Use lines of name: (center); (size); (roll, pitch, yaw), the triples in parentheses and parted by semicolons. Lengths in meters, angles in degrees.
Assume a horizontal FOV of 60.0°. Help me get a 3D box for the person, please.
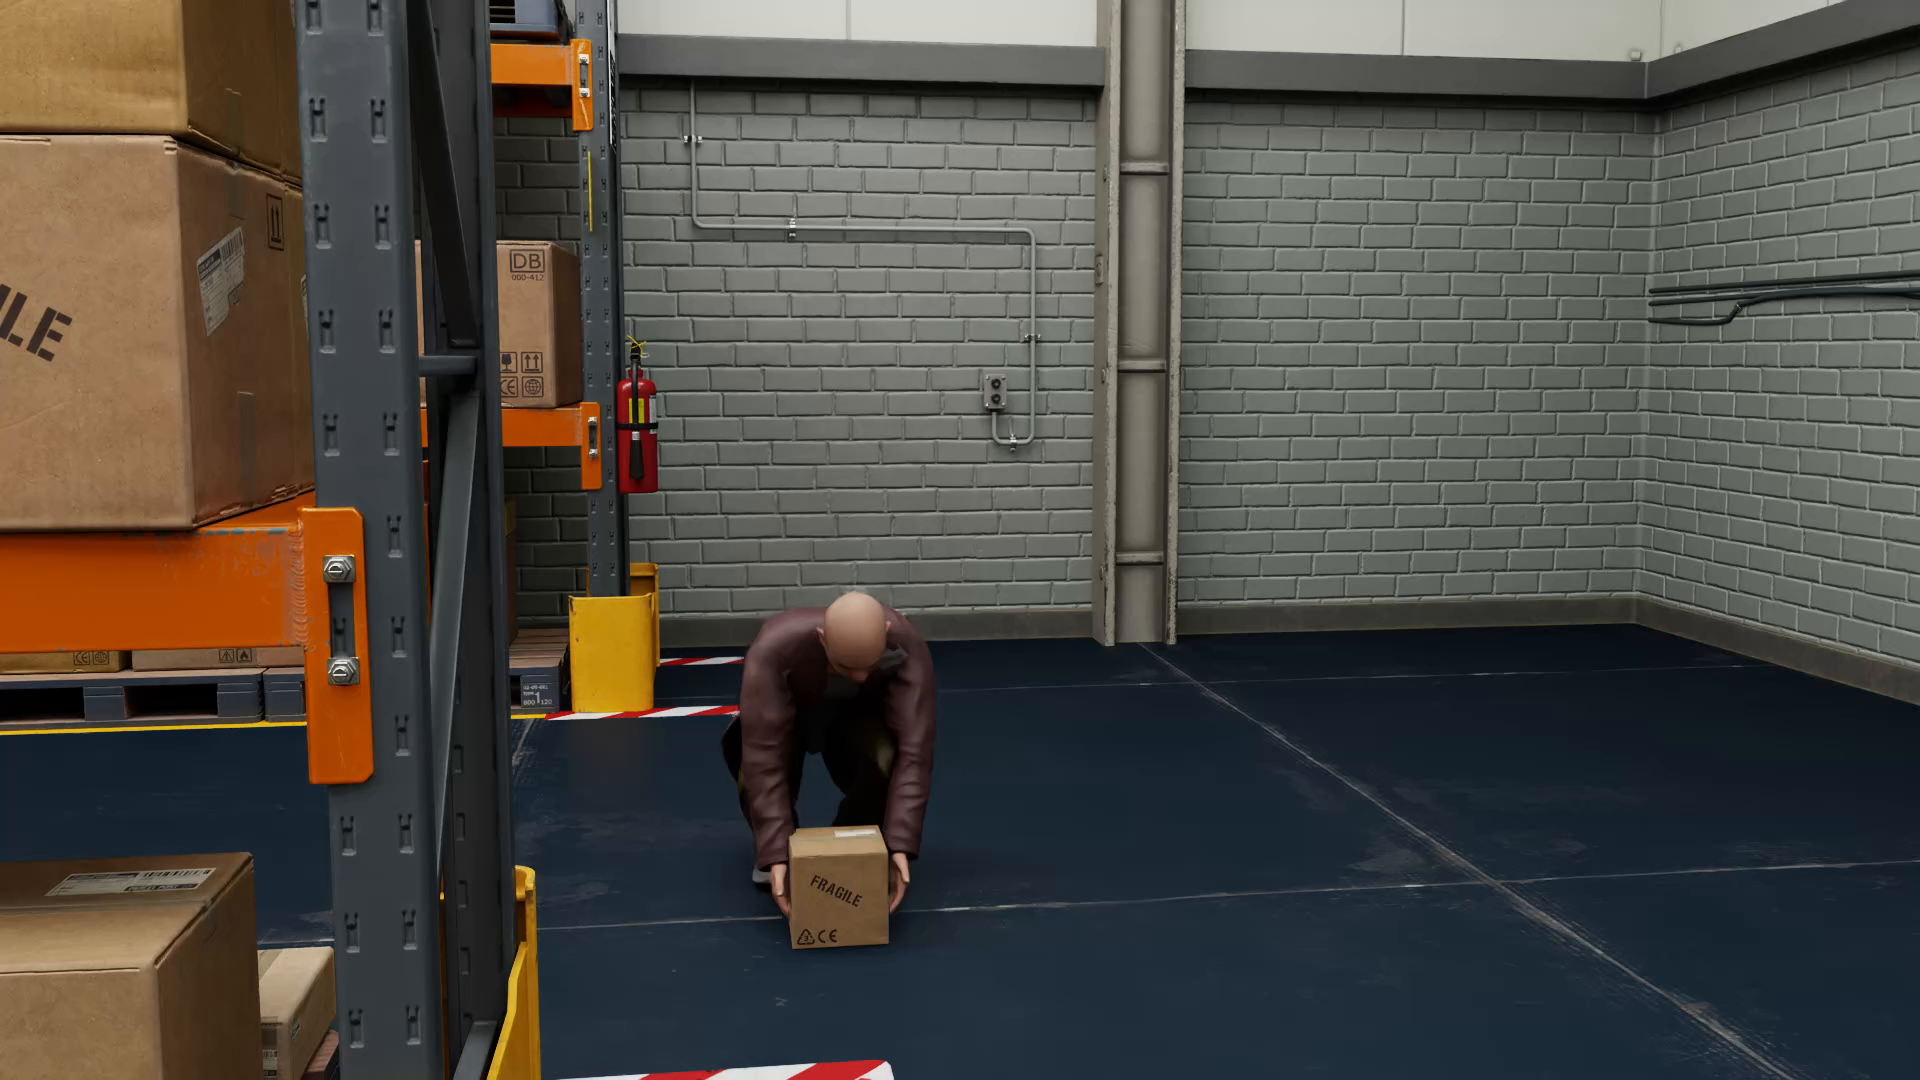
person: (-0.378, 0.555, 4.746); (0.606, 0.906, 0.906); (-1, 6, -9)
